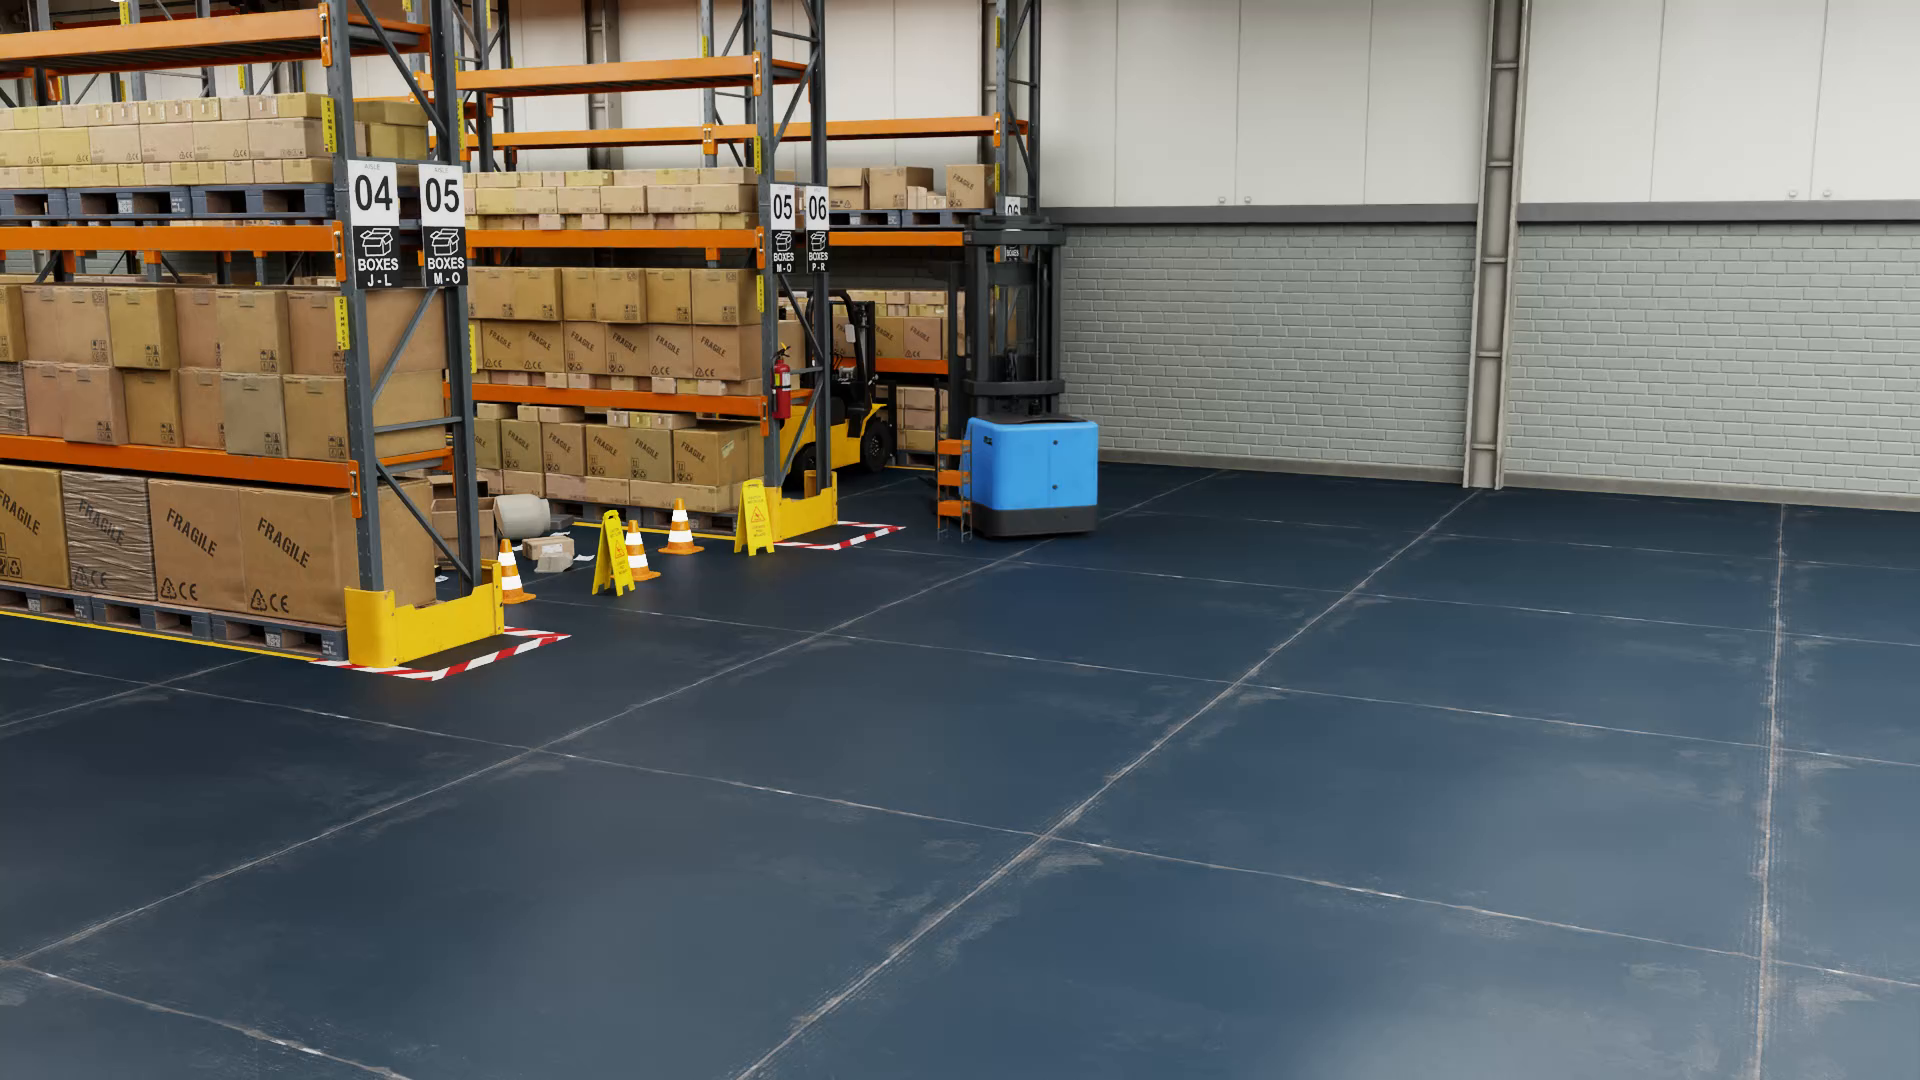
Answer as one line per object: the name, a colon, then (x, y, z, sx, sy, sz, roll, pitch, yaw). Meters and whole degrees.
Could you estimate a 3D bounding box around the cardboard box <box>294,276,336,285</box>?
cardboard box: (-7.094, -2.822, 18.303, 0.250, 0.149, 0.380, 4, 11, 23)

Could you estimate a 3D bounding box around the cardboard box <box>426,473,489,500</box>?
cardboard box: (-4.740, -0.339, 15.711, 0.500, 0.500, 0.500, -4, 11, -23)

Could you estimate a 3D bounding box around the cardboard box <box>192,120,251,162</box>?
cardboard box: (-4.622, -2.593, 10.861, 0.500, 0.250, 0.500, 5, 11, 26)

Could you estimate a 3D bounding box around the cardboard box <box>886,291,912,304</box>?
cardboard box: (-0.688, -2.922, 20.032, 0.250, 0.149, 0.380, 5, 12, 27)

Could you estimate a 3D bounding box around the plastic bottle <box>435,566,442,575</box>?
plastic bottle: (-4.433, 0.249, 13.705, 0.283, 0.061, 0.133, 1, 10, 6)

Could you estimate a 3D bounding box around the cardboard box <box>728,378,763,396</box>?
cardboard box: (-1.942, -1.426, 15.411, 0.250, 0.149, 0.380, 5, 12, 28)

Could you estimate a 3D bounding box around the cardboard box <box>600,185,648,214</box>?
cardboard box: (-3.008, -3.180, 15.561, 0.500, 0.250, 0.500, 5, 12, 27)

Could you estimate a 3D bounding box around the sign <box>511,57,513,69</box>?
sign: (-6.251, -6.556, 23.139, 0.005, 0.325, 0.100, 5, 11, 26)

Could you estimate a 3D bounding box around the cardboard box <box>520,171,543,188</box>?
cardboard box: (-4.013, -3.463, 16.003, 0.250, 0.149, 0.380, 5, 11, 24)

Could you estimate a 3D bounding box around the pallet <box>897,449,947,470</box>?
pallet: (-0.023, -1.029, 20.340, 1.213, 0.211, 1.003, 5, 11, 26)

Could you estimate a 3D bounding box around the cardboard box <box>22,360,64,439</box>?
cardboard box: (-6.359, -1.078, 12.361, 0.550, 0.550, 0.875, 5, 11, 26)

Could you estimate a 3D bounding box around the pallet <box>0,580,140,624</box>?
pallet: (-6.551, 0.374, 12.592, 1.213, 0.211, 1.003, 5, 11, 26)

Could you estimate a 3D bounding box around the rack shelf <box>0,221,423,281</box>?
rack shelf: (-5.405, -2.035, 11.670, 4.000, 0.370, 1.077, 5, 11, 26)

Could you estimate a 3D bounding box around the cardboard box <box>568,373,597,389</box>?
cardboard box: (-3.577, -1.552, 16.108, 0.250, 0.149, 0.380, 5, 11, 26)

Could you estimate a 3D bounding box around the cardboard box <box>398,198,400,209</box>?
cardboard box: (-5.687, -3.501, 16.991, 0.500, 0.250, 0.500, 5, 11, 25)

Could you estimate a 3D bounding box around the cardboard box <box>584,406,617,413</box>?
cardboard box: (-4.746, -1.861, 22.599, 0.625, 0.625, 0.875, 5, 11, 23)

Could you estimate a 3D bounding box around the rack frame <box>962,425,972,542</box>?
rack frame: (0.061, -0.511, 15.127, 0.008, 1.050, 0.200, 5, 11, 26)

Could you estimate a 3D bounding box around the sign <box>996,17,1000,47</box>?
sign: (0.428, -5.712, 18.699, 0.005, 0.325, 0.100, 5, 11, 26)

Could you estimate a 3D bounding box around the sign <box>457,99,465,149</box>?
sign: (-3.360, -2.789, 11.137, 0.005, 0.325, 0.100, 5, 11, 26)

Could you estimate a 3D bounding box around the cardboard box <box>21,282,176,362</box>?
cardboard box: (-6.338, -1.617, 12.306, 0.550, 0.550, 0.875, 5, 11, 26)

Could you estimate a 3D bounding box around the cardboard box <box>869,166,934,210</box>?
cardboard box: (-0.698, -4.221, 19.985, 0.500, 0.500, 0.700, 5, 11, 26)

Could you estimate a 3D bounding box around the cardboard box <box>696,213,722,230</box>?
cardboard box: (-2.193, -2.904, 15.157, 0.250, 0.149, 0.380, 5, 11, 26)

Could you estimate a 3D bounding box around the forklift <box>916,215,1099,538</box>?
forklift: (0.332, -1.683, 16.316, 1.130, 2.935, 3.031, -3, 11, -18)

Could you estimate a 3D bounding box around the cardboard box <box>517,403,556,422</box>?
cardboard box: (-4.142, -1.262, 16.414, 0.250, 0.149, 0.380, 6, 12, 28)

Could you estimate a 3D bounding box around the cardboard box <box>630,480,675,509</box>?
cardboard box: (-2.817, -0.471, 15.969, 0.500, 0.250, 0.500, 5, 11, 26)

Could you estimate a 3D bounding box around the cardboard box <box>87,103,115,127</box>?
cardboard box: (-5.658, -2.869, 11.261, 0.250, 0.149, 0.380, 5, 11, 26)

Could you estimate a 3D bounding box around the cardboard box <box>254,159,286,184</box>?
cardboard box: (-4.285, -2.356, 10.667, 0.250, 0.149, 0.380, 5, 11, 26)

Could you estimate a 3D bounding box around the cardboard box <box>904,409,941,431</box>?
cardboard box: (-0.339, -1.476, 20.123, 0.500, 0.250, 0.500, 5, 11, 25)

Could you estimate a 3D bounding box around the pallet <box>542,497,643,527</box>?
pallet: (-3.383, -0.354, 16.613, 1.213, 0.211, 1.003, 5, 11, 26)

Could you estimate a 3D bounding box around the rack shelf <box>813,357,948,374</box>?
rack shelf: (-1.112, -2.151, 20.731, 4.000, 0.370, 1.077, 5, 11, 26)

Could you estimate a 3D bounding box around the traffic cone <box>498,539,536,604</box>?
traffic cone: (-3.459, 0.224, 12.712, 0.334, 0.463, 0.336, 5, 11, 26)

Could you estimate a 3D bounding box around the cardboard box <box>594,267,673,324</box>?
cardboard box: (-3.020, -2.312, 15.678, 0.500, 0.500, 0.700, 5, 11, 25)

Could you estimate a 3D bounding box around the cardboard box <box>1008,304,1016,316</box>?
cardboard box: (0.492, -2.784, 20.106, 0.250, 0.149, 0.380, 5, 11, 24)

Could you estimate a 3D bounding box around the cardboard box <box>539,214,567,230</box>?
cardboard box: (-3.811, -3.042, 15.920, 0.250, 0.149, 0.380, 5, 11, 25)

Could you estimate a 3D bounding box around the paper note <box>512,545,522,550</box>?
paper note: (-3.936, 0.065, 14.837, 0.148, 0.019, 0.142, -10, 14, -43)

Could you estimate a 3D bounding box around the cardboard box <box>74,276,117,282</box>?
cardboard box: (-9.729, -2.764, 19.010, 0.500, 0.500, 0.500, 5, 12, 27)

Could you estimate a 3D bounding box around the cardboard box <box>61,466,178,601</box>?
cardboard box: (-5.855, -0.101, 12.171, 0.875, 0.875, 0.875, 5, 11, 26)

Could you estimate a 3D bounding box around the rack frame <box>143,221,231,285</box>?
rack frame: (-8.686, -2.184, 18.897, 0.127, 3.000, 1.000, 5, 11, 26)

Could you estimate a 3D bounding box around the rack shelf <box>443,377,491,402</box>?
rack shelf: (-6.892, -1.673, 18.091, 4.000, 0.370, 1.077, 5, 11, 26)

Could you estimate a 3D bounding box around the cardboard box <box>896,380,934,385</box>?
cardboard box: (-0.560, -1.841, 20.732, 0.500, 0.250, 0.500, 5, 11, 25)

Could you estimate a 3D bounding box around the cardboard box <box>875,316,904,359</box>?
cardboard box: (-0.797, -2.476, 20.226, 0.500, 0.500, 0.500, 5, 11, 25)

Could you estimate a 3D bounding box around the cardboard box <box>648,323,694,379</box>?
cardboard box: (-2.567, -1.789, 15.594, 0.500, 0.500, 0.500, 5, 11, 26)

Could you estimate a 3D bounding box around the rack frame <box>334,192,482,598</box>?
rack frame: (-3.611, -0.756, 11.002, 0.127, 3.000, 1.000, 5, 11, 26)

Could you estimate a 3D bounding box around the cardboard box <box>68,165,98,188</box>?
cardboard box: (-5.879, -2.496, 11.441, 0.250, 0.149, 0.380, 5, 11, 26)

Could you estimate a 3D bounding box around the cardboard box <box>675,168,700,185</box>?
cardboard box: (-2.397, -3.322, 15.226, 0.250, 0.149, 0.380, 5, 11, 25)

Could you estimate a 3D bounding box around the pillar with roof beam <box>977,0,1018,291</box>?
pillar with roof beam: (-1.449, -4.810, 16.561, 0.400, 9.000, 9.100, 5, 11, 26)

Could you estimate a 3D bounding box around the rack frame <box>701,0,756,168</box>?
rack frame: (-2.906, -5.614, 21.003, 0.127, 3.000, 1.000, 5, 11, 26)

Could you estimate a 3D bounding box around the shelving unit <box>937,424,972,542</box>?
shelving unit: (-0.048, -0.521, 15.180, 0.252, 1.050, 0.215, 5, 11, 26)

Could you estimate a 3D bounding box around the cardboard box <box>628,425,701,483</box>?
cardboard box: (-2.815, -0.839, 15.898, 0.500, 0.500, 0.500, 6, 12, 28)

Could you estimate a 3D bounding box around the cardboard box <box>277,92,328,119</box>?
cardboard box: (-4.064, -2.729, 10.487, 0.250, 0.149, 0.380, 5, 11, 26)
